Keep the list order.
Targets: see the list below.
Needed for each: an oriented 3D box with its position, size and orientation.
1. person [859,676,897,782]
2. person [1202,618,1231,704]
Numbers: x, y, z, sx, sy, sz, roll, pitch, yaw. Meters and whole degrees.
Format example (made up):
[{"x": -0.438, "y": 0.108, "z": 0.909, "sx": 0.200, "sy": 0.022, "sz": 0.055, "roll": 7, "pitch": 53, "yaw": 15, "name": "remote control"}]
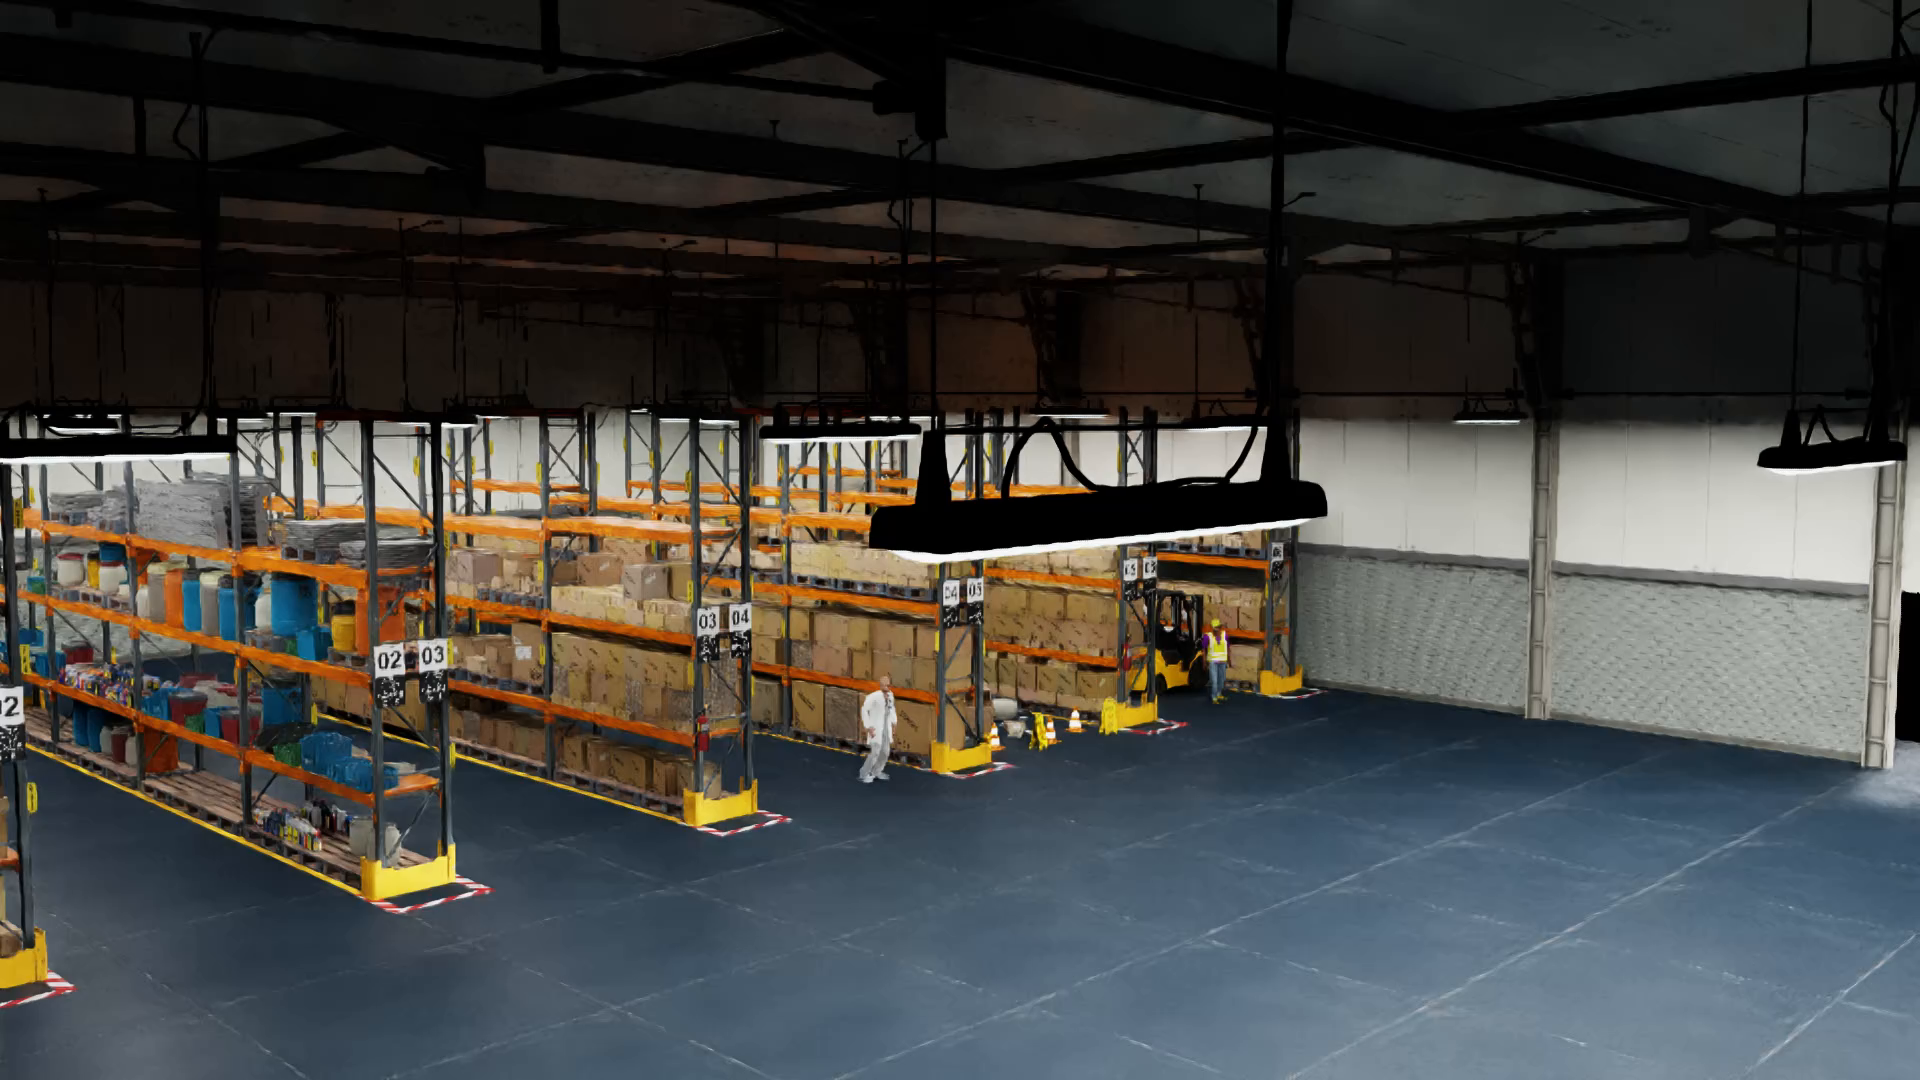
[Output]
[{"x": -1.338, "y": 3.070, "z": 27.128, "sx": 0.546, "sy": 1.733, "sz": 0.724, "roll": 5, "pitch": 7, "yaw": 42, "name": "person"}, {"x": 5.235, "y": 2.453, "z": 33.998, "sx": 0.607, "sy": 1.752, "sz": 0.574, "roll": -1, "pitch": 5, "yaw": -10, "name": "person"}]
